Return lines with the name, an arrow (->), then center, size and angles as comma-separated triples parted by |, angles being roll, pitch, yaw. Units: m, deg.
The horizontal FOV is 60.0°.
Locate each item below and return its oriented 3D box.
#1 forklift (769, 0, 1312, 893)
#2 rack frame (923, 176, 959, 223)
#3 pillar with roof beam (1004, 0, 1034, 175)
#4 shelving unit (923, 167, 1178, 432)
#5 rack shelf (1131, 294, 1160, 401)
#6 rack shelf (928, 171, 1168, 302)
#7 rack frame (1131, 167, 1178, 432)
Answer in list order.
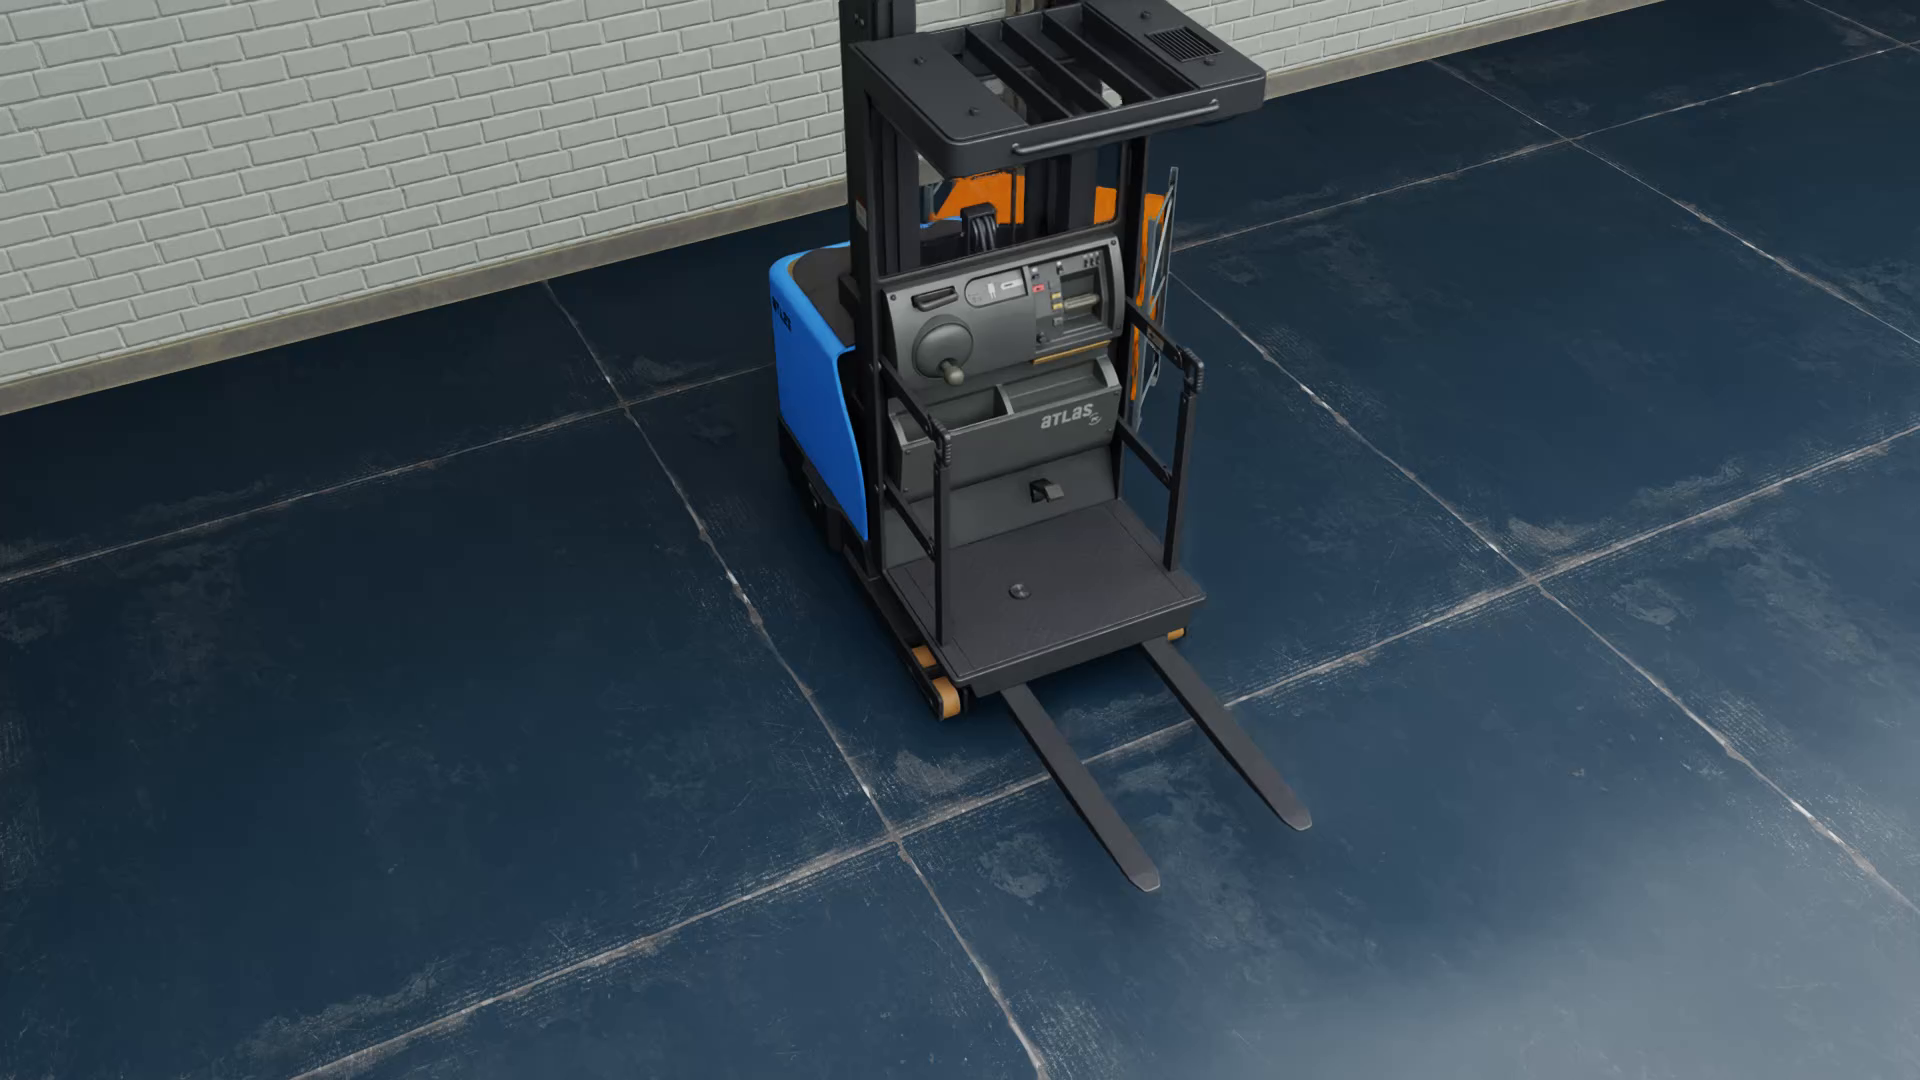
forklift -> 0.268, -0.753, 5.871 | 1.130, 2.935, 3.031 | -17, 43, -19
rack frame -> -0.075, -1.291, 7.905 | 0.032, 1.125, 0.500 | 11, 42, 13
pillar with roof beam -> 2.487, -3.189, 4.052 | 0.400, 9.000, 9.100 | -19, 44, -21
shelving unit -> 0.411, -1.194, 7.790 | 1.048, 1.125, 0.538 | 11, 42, 13
rack shelf -> 0.411, -1.008, 7.948 | 1.000, 0.278, 0.538 | 11, 42, 13
rack shelf -> 0.411, -1.418, 7.601 | 1.000, 0.278, 0.538 | 11, 42, 13
rack frame -> 0.897, -1.097, 7.676 | 0.032, 1.125, 0.500 | 11, 42, 13
